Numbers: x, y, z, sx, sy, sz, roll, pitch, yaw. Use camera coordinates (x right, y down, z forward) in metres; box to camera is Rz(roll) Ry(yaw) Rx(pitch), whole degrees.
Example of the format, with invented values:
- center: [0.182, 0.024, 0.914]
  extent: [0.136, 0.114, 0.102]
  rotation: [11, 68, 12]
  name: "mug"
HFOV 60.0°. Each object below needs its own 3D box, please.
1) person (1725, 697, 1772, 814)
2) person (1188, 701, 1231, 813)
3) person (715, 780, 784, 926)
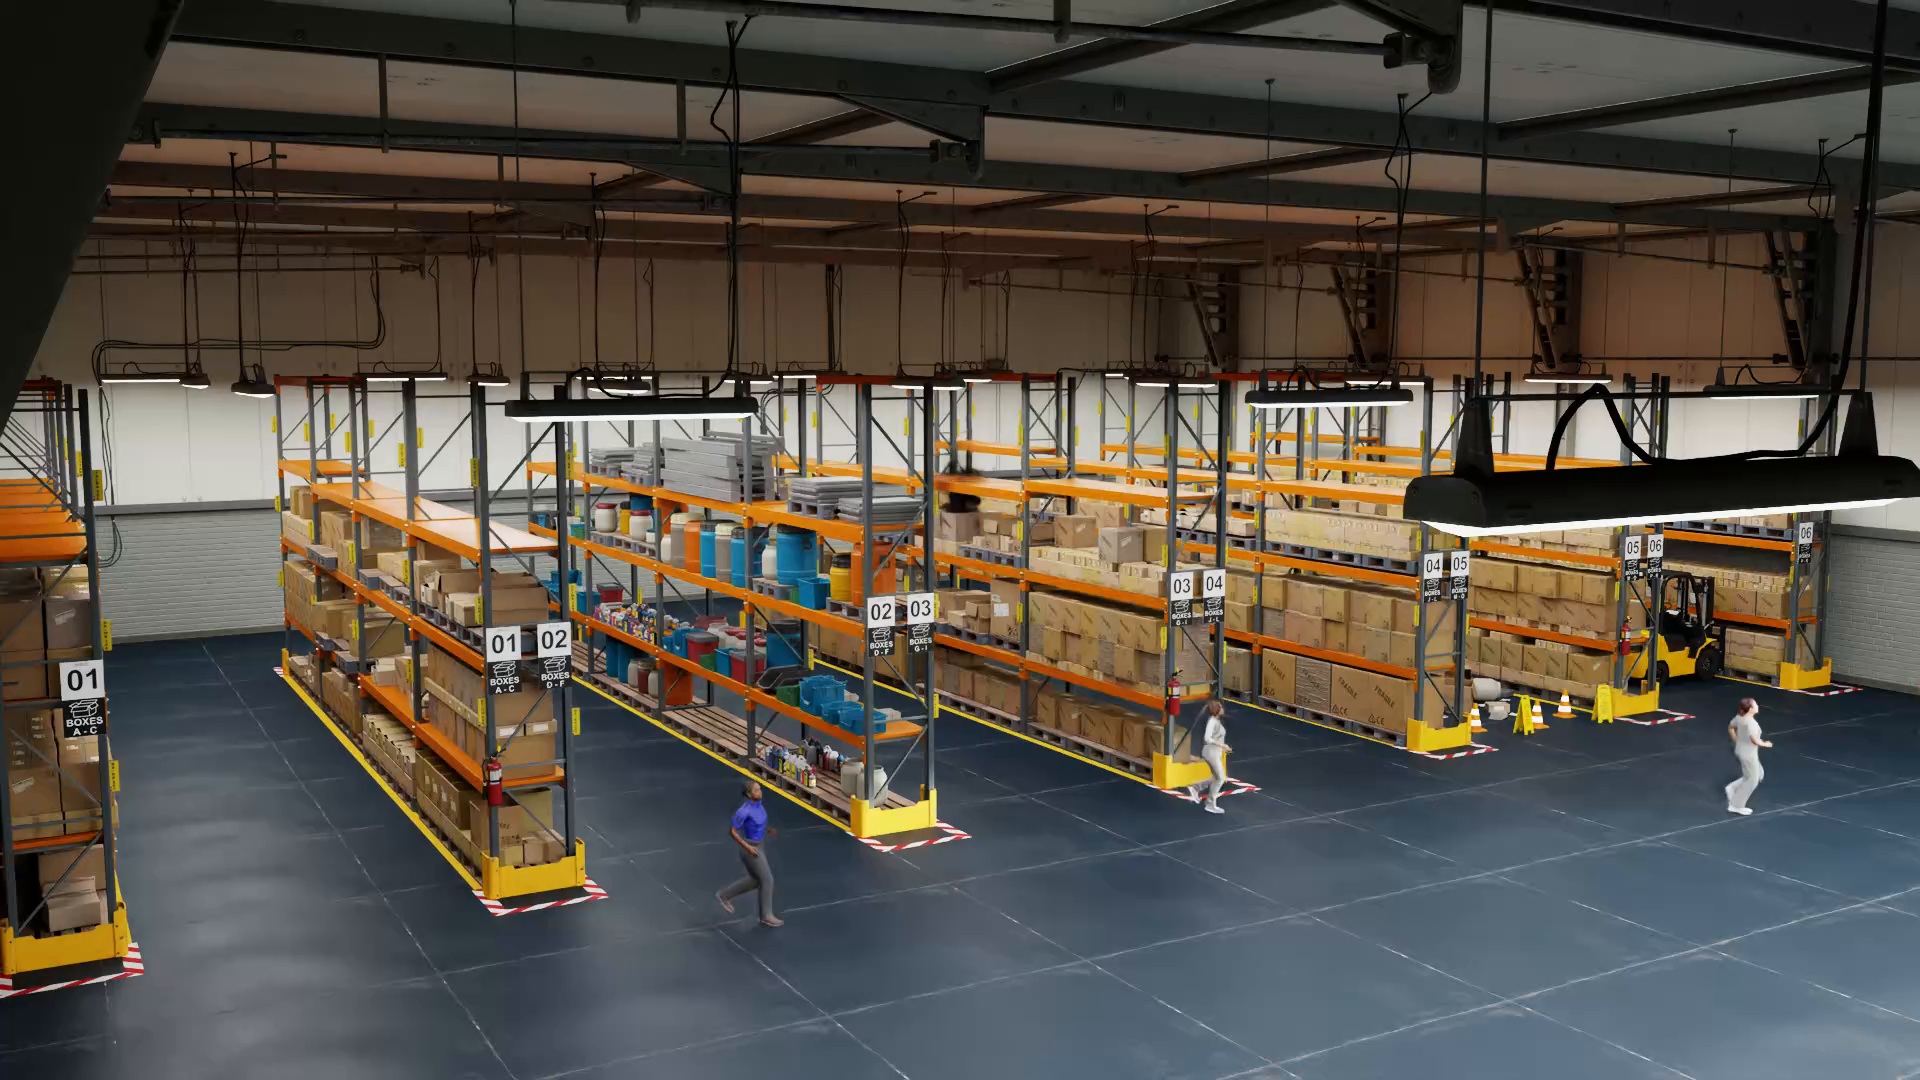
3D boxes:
- center: [10.974, 2.989, 23.112]
  extent: [0.542, 1.640, 0.612]
  rotation: [1, 6, 6]
  name: "person"
- center: [3.520, 3.029, 23.347]
  extent: [0.594, 1.551, 0.560]
  rotation: [2, 7, 16]
  name: "person"
- center: [-2.355, 3.493, 18.626]
  extent: [0.764, 1.657, 0.574]
  rotation: [1, 6, 8]
  name: "person"
